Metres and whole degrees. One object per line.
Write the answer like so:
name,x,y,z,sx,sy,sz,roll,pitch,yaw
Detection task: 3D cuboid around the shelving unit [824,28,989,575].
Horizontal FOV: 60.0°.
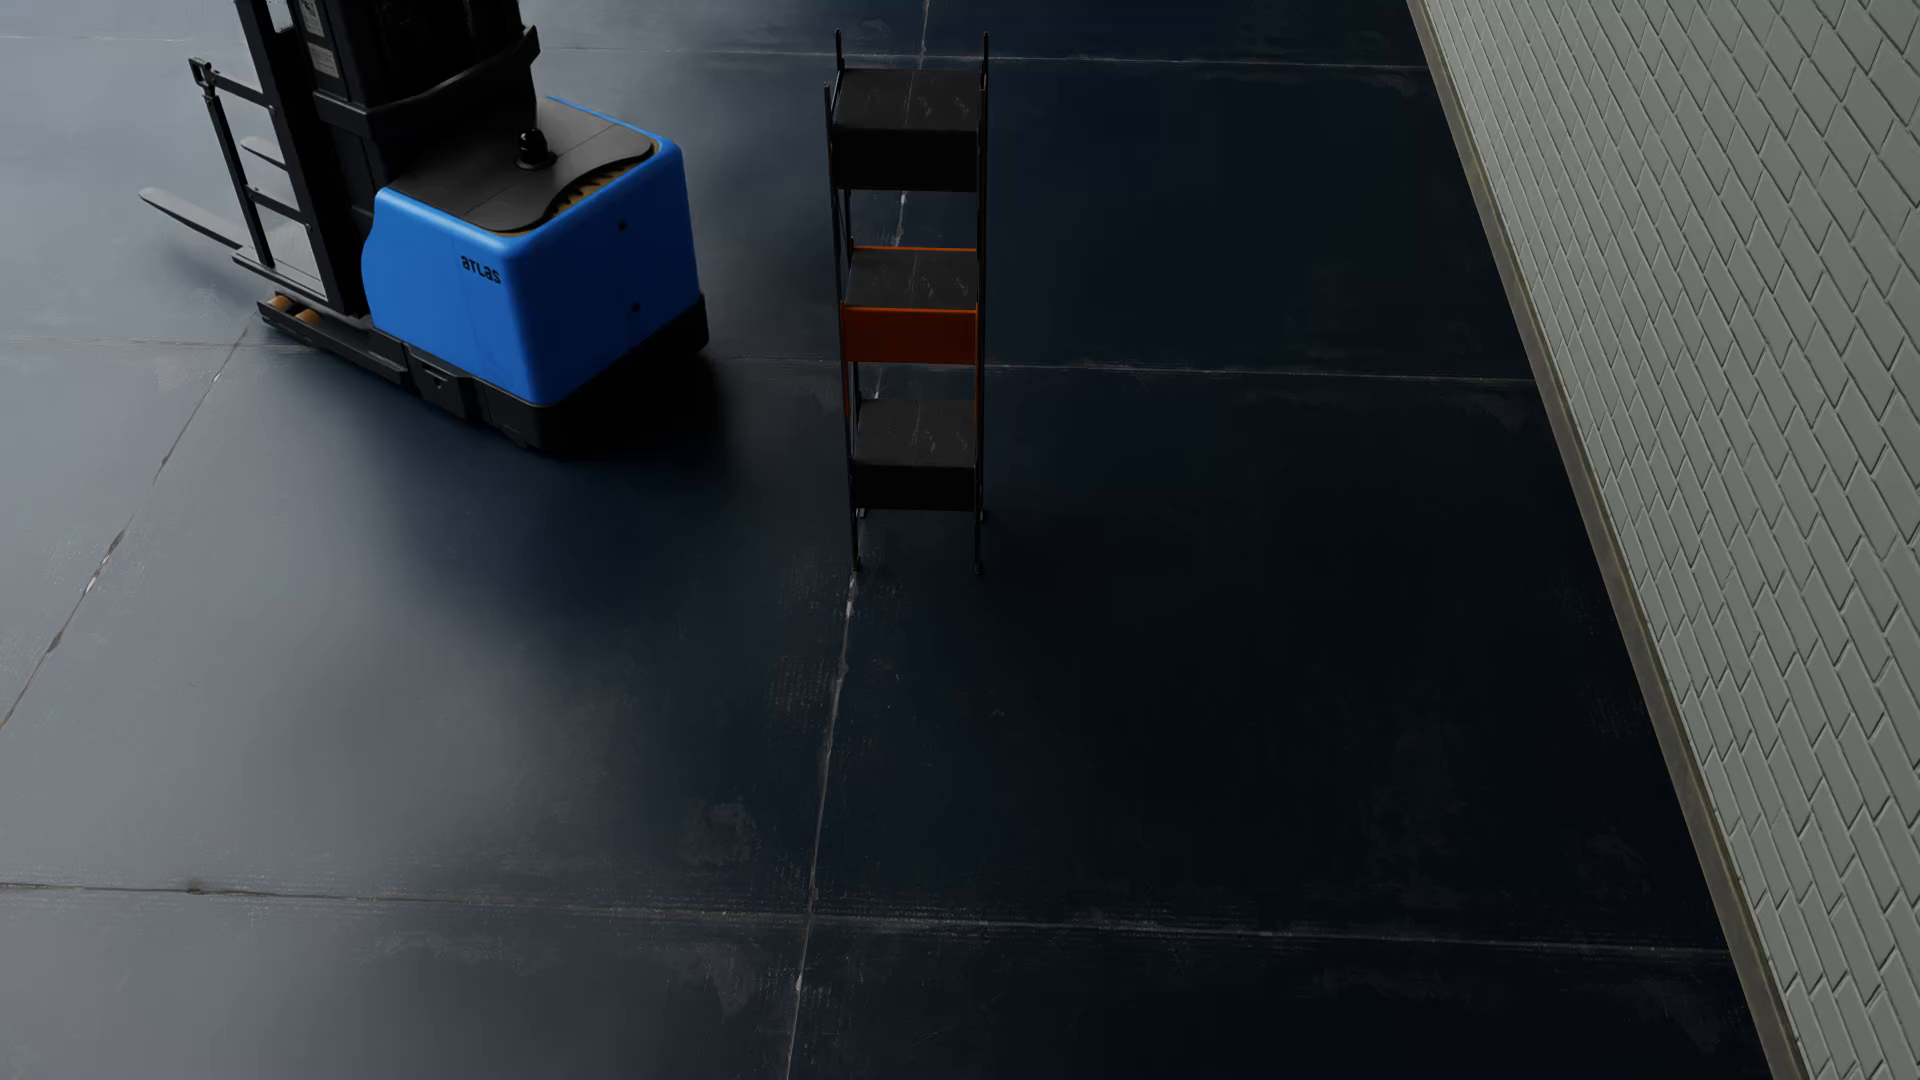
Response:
shelving unit,-0.165,-0.773,6.040,0.503,2.100,0.431,2,43,2

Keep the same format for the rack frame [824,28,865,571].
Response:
rack frame,-0.409,-0.781,6.048,0.015,2.100,0.400,2,43,2

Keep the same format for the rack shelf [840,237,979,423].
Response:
rack shelf,-0.165,-0.763,6.049,0.480,0.518,0.431,2,43,2

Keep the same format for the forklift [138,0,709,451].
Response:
forklift,-2.656,-2.244,7.009,3.031,2.935,1.130,25,48,24

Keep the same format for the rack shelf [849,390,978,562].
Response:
rack shelf,-0.165,-0.251,6.526,0.480,0.518,0.431,2,43,2

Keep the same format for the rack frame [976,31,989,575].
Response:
rack frame,0.078,-0.766,6.032,0.015,2.100,0.400,2,43,2

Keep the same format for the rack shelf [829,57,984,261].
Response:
rack shelf,-0.165,-1.276,5.572,0.480,0.518,0.431,2,43,2
